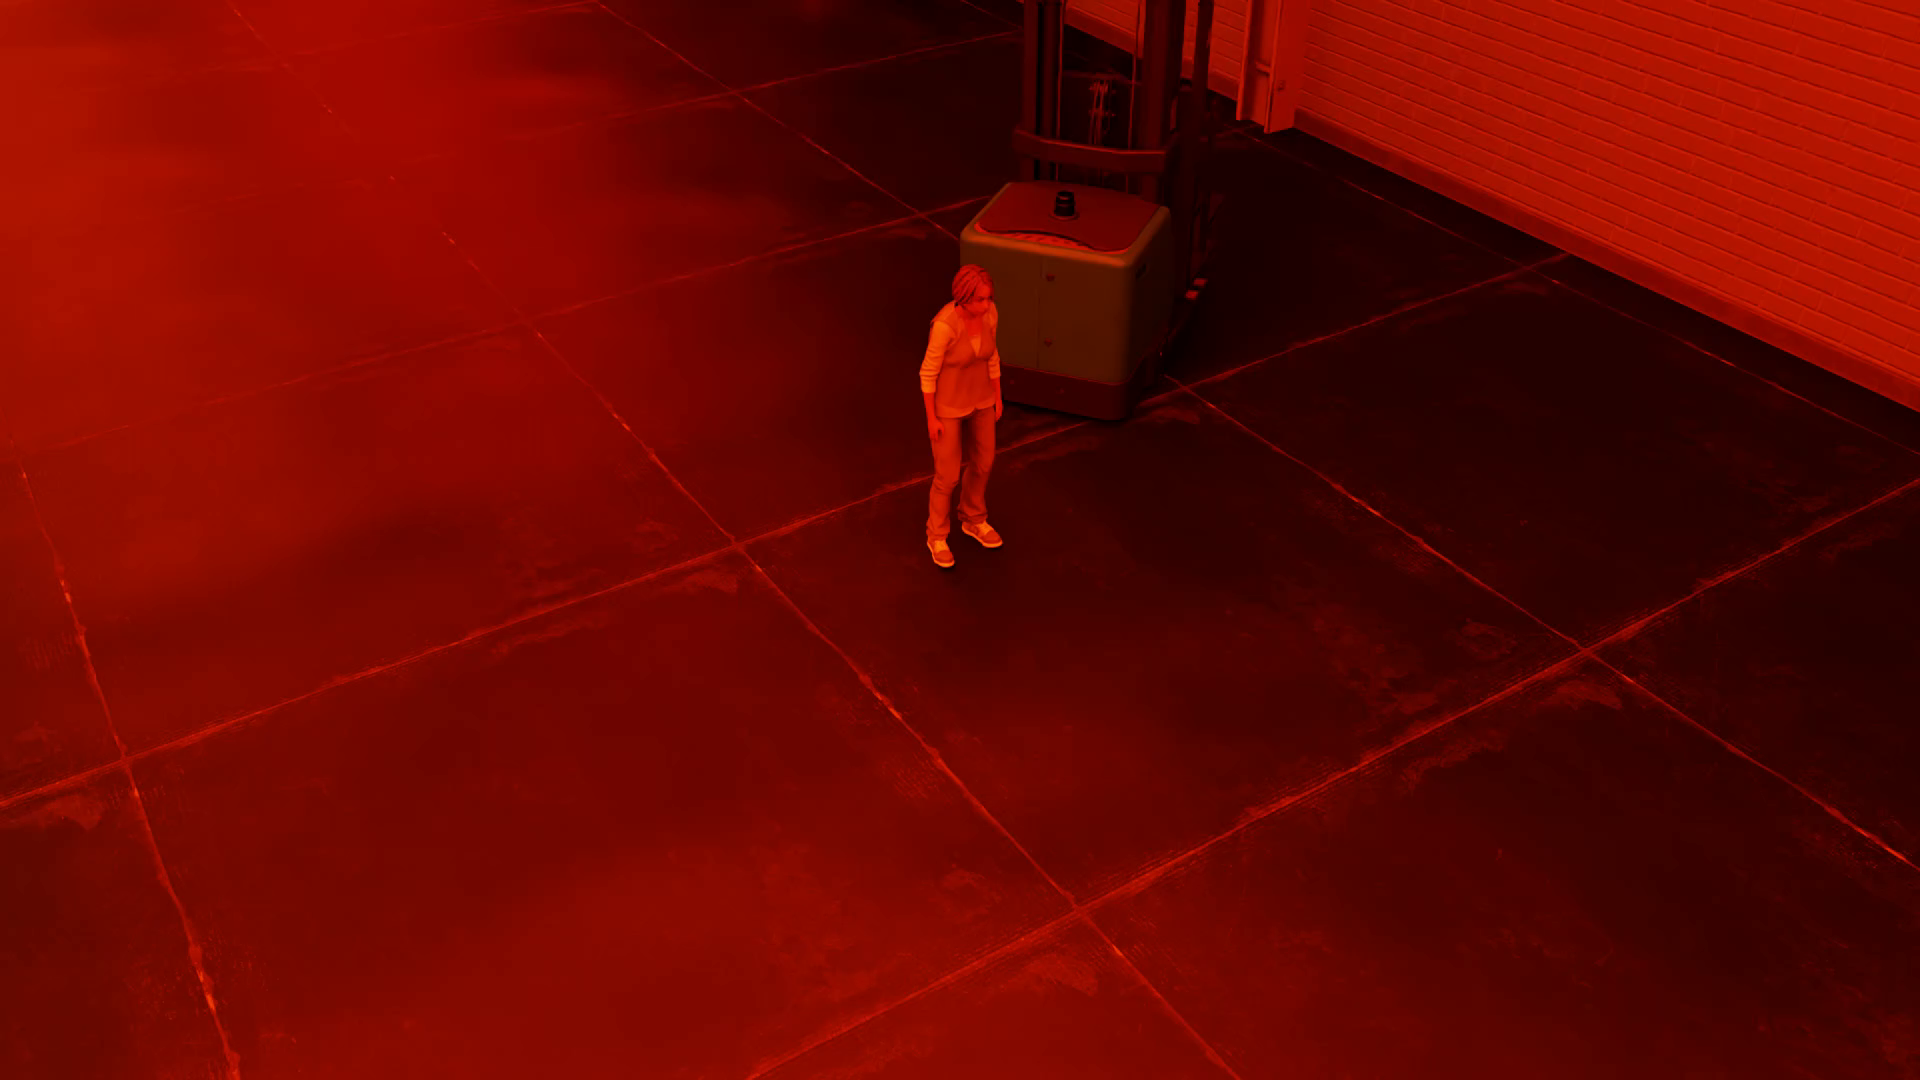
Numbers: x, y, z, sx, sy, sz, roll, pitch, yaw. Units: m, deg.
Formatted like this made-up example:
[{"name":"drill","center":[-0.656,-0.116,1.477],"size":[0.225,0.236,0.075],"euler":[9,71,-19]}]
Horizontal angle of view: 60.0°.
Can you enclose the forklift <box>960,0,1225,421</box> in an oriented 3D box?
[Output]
[{"name":"forklift","center":[1.001,-2.727,10.028],"size":[1.130,2.935,3.031],"euler":[13,37,18]}]

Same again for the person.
[{"name":"person","center":[0.016,-0.643,8.228],"size":[0.467,1.592,0.344],"euler":[-22,41,-28]}]
